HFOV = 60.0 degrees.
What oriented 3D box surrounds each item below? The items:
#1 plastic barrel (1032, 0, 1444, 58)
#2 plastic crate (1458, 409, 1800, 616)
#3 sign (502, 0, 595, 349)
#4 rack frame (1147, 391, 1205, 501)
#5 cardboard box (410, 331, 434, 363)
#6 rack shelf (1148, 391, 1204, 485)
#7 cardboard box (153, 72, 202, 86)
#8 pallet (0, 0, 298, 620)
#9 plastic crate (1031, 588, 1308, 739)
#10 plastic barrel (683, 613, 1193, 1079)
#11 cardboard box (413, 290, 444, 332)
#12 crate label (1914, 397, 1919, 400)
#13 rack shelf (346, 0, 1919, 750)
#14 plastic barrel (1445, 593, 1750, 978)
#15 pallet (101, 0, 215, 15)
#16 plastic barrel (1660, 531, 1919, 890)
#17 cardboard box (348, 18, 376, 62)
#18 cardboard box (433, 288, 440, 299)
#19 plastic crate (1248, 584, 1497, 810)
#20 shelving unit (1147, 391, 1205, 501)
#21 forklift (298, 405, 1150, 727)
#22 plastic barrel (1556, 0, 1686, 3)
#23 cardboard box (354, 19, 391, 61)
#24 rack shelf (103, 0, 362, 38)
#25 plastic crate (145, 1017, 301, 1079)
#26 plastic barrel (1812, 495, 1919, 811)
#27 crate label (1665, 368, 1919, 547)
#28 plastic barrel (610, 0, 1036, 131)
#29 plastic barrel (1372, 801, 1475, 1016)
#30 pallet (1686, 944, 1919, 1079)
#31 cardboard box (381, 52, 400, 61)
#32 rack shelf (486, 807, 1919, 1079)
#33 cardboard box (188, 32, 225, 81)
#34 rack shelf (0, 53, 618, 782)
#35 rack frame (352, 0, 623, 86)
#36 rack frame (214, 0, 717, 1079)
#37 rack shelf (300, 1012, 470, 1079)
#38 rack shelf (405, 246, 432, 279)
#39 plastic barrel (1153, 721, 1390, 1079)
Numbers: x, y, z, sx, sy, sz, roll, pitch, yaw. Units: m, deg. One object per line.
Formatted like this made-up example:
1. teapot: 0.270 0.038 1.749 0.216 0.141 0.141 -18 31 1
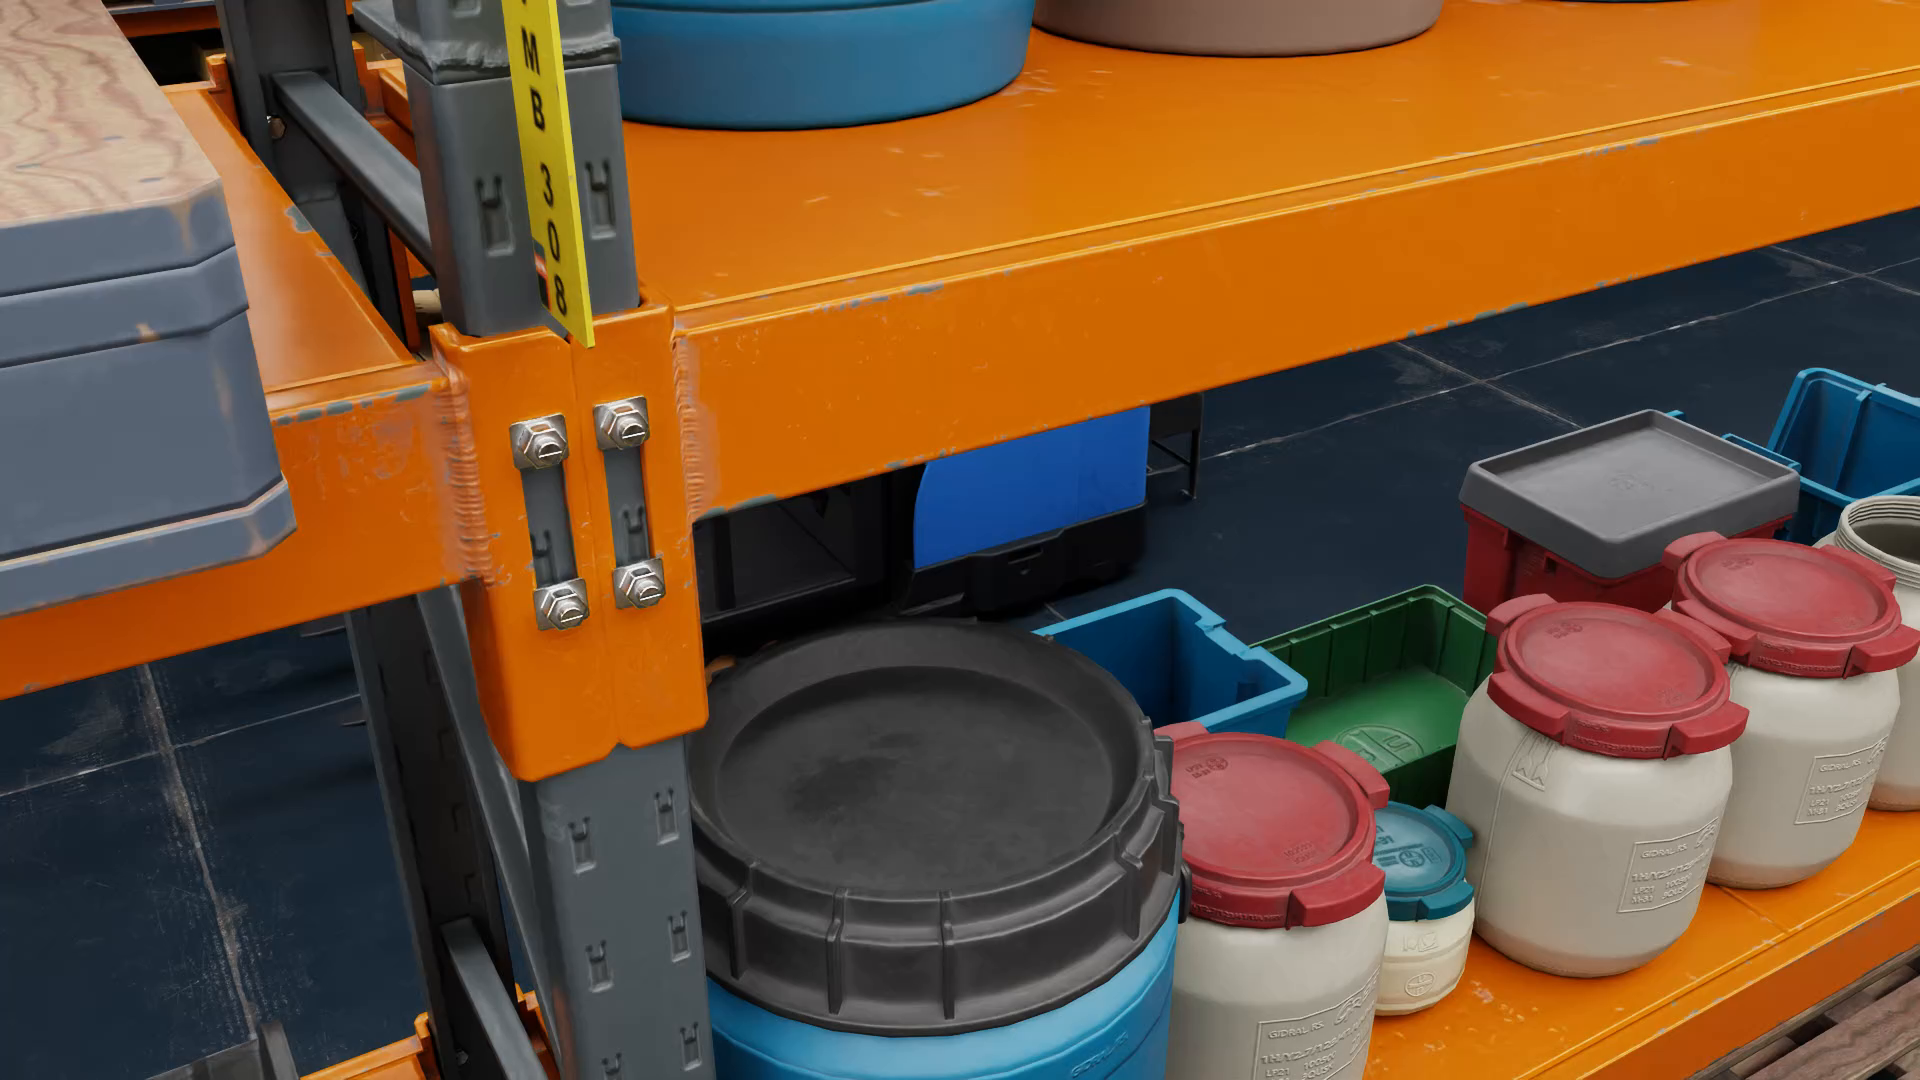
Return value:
1. plastic barrel: 0.356 -1.111 2.035 0.600 0.901 0.600 0 29 0
2. plastic crate: 1.364 0.058 3.474 0.583 0.464 0.402 -16 33 -26
3. sign: -0.268 -0.288 1.054 0.005 0.325 0.100 -16 33 -26
4. rack frame: 0.896 -1.171 6.700 0.015 2.100 0.400 -16 33 -26
5. cardboard box: -2.126 -0.611 6.583 0.500 0.311 0.500 -16 33 -27
6. rack shelf: 0.685 -0.487 6.937 0.480 0.518 0.431 -16 33 -26
7. cardboard box: -4.930 -2.615 10.516 0.500 0.500 0.700 -15 32 -25
8. pallet: -1.109 -0.216 1.128 1.003 0.211 1.213 -16 33 -26
9. plastic crate: 0.257 0.404 2.929 0.575 0.384 0.392 -16 33 -26
10. plastic barrel: -0.050 0.609 2.023 0.708 0.901 0.600 -16 33 -26
11. cardboard box: -2.394 -0.841 7.001 0.500 0.311 0.500 -15 32 -25
12. crate label: 2.359 -0.162 4.112 0.416 0.233 0.303 -16 33 -26
13. rack shelf: 1.188 -0.691 2.537 4.000 0.370 1.077 -16 33 -26
14. plastic barrel: 1.032 0.415 2.753 0.433 0.535 0.433 0 29 0
15. pallet: -4.823 -3.372 9.955 1.213 0.211 1.003 -16 33 -26
16. plastic barrel: 1.405 0.309 2.945 0.433 0.535 0.433 0 29 0
17. cardboard box: -4.105 -3.182 10.767 0.500 0.250 0.500 -17 33 -28
18. cardboard box: -1.962 -0.963 7.220 0.500 0.311 0.500 -16 33 -26
19. plastic crate: 0.822 0.346 3.238 0.662 0.188 0.450 -16 33 -26
20. shelving unit: 0.685 -1.112 6.592 0.503 2.100 0.431 -16 33 -26
21. forklift: -0.806 -1.010 5.547 3.031 2.935 1.130 -16 33 -26
22. plastic barrel: 0.920 -1.271 2.325 0.708 0.901 0.600 -16 33 -26
23. cardboard box: -3.666 -3.296 10.974 0.500 0.250 0.500 -16 33 -27
24. rack shelf: -3.831 -3.505 10.740 4.000 0.370 1.077 -16 33 -26
25. plastic crate: -1.053 0.899 2.080 0.504 0.338 0.767 -16 33 -26
26. plastic barrel: 1.770 0.213 3.144 0.421 0.512 0.421 0 29 0
27. crate label: 1.918 -0.067 3.730 0.616 0.435 0.502 -16 33 -26
28. plastic barrel: -0.208 -0.951 1.745 0.708 0.901 0.600 -16 33 -26
29. plastic barrel: 0.682 0.598 2.706 0.301 0.262 0.301 0 29 0
30. pallet: 2.224 1.212 4.335 1.213 0.211 1.003 -16 33 -26
31. cardboard box: -1.918 -1.621 6.480 0.500 0.500 0.500 -13 32 -23
32. rack shelf: 1.188 0.622 3.262 4.000 0.370 1.077 -16 33 -26
33. cardboard box: -4.552 -3.053 10.533 0.500 0.250 0.500 -17 33 -27
34. rack shelf: -2.261 0.288 0.763 4.000 0.370 1.077 -16 33 -26
35. rack frame: -0.537 -1.829 0.752 0.127 3.000 1.000 -16 33 -26
36. rack frame: -0.537 0.797 2.201 0.127 3.000 1.000 -16 33 -26
37. rack shelf: -2.261 1.602 1.488 4.000 0.370 1.077 -16 33 -26
38. rack shelf: -1.319 -1.442 7.003 4.000 0.370 1.077 -16 33 -26
39. plastic barrel: 0.399 0.595 2.427 0.433 0.535 0.433 0 29 0
